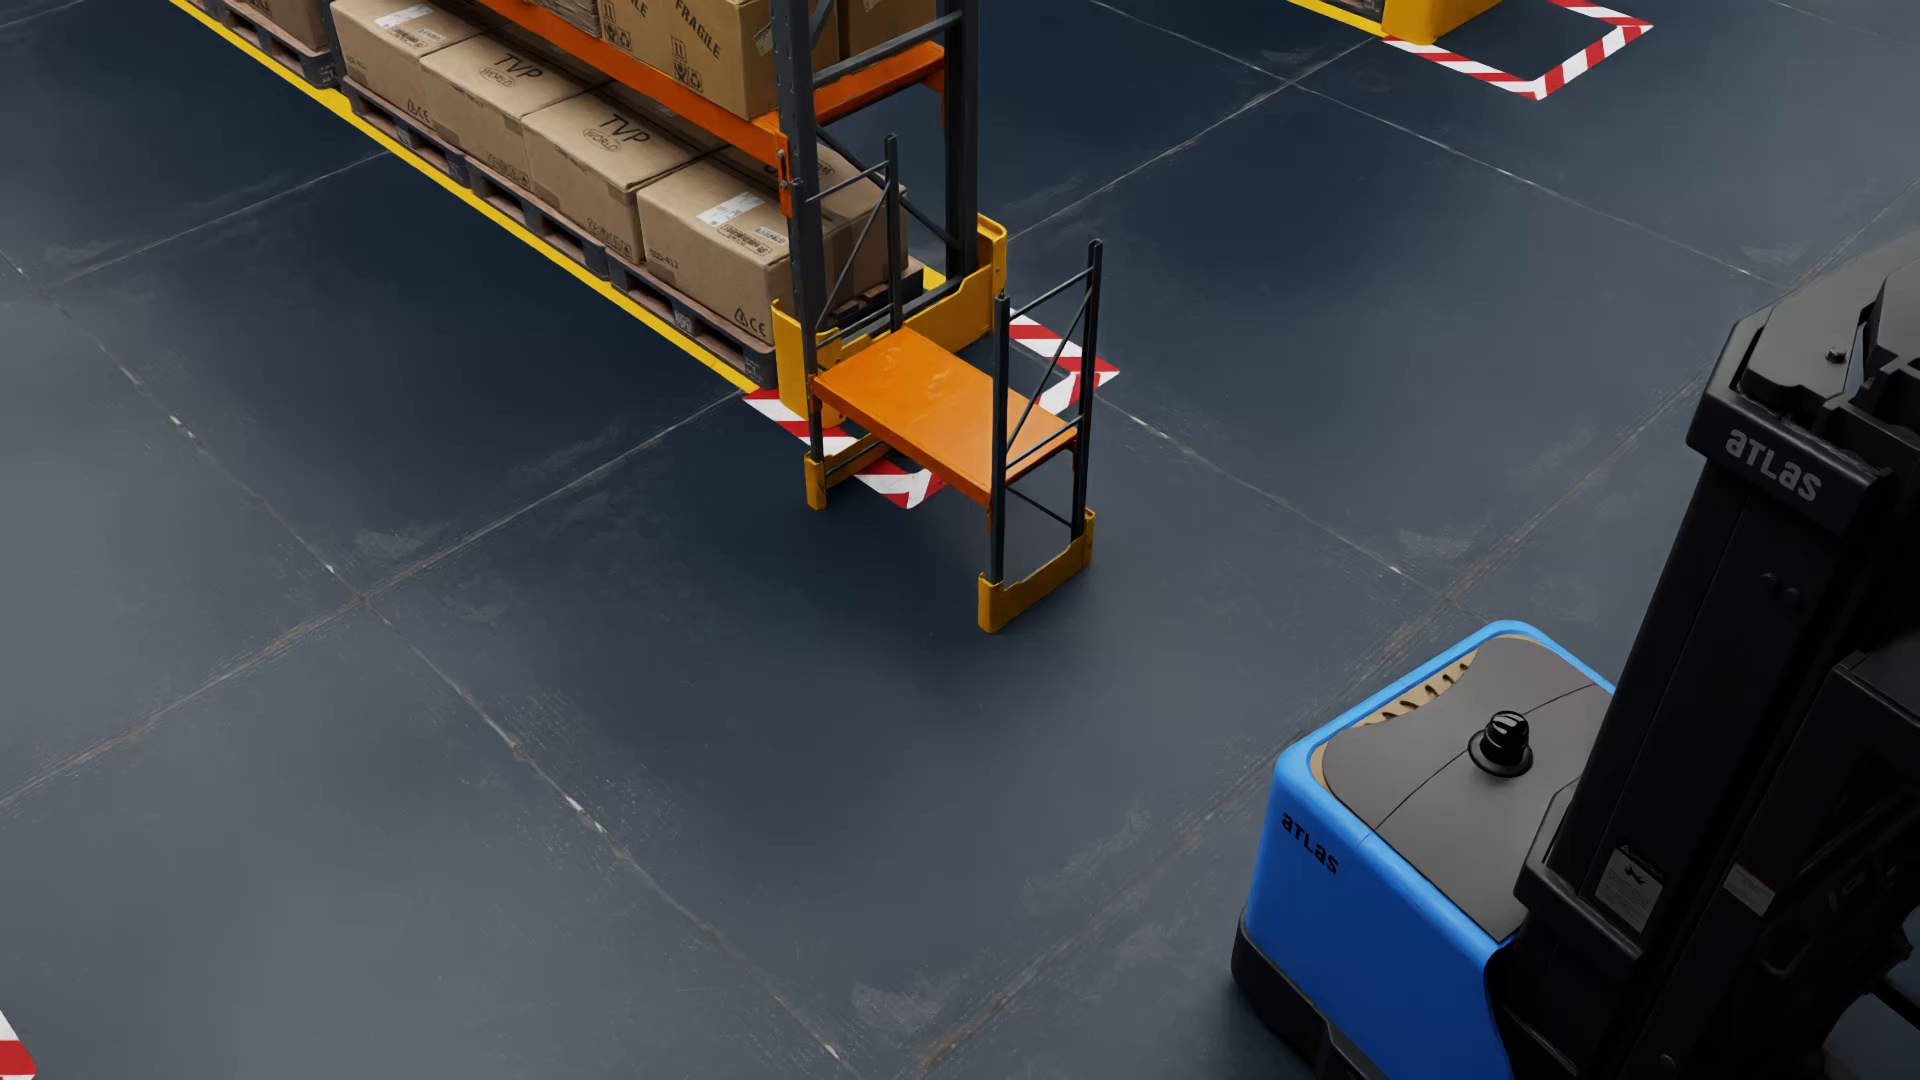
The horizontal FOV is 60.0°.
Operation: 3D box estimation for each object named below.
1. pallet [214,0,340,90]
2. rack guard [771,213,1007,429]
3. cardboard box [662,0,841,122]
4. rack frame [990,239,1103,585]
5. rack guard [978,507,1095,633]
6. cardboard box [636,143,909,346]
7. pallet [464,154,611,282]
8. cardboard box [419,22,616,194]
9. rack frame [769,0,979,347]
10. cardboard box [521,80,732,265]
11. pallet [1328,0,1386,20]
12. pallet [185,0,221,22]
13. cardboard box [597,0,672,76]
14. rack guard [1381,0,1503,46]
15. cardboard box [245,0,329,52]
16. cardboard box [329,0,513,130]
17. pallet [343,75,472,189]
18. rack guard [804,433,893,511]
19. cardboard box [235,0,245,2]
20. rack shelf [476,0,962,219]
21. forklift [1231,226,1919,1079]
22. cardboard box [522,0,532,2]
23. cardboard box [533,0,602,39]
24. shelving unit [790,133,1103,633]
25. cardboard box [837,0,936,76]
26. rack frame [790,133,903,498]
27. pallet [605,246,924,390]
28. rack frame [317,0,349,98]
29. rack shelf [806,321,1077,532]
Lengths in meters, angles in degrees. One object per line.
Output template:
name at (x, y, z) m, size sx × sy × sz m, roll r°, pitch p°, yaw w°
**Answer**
pallet at (-3.738, -3.178, 10.033) m, size 1.003 × 0.211 × 1.213 m, roll -34°, pitch 53°, yaw -31°
rack guard at (-0.298, -1.015, 7.480) m, size 1.175 × 0.500 × 0.348 m, roll -34°, pitch 53°, yaw -31°
cardboard box at (-0.843, -2.087, 6.724) m, size 0.500 × 0.500 × 0.500 m, roll -34°, pitch 52°, yaw -31°
rack frame at (0.299, -0.348, 6.021) m, size 0.500 × 1.500 × 0.032 m, roll -34°, pitch 53°, yaw -31°
rack guard at (0.298, 0.111, 6.446) m, size 0.587 × 0.250 × 0.087 m, roll -34°, pitch 53°, yaw -31°
cardboard box at (-0.851, -1.427, 7.663) m, size 0.875 × 0.438 × 0.875 m, roll 32°, pitch 52°, yaw 30°
pallet at (-1.792, -1.854, 8.601) m, size 1.003 × 0.211 × 1.213 m, roll -34°, pitch 53°, yaw -31°
cardboard box at (-2.139, -2.297, 8.604) m, size 0.875 × 0.438 × 0.875 m, roll 33°, pitch 52°, yaw 30°
rack frame at (-0.315, -1.945, 6.645) m, size 1.000 × 3.000 × 0.127 m, roll -34°, pitch 53°, yaw -31°
cardboard box at (-1.504, -1.863, 8.135) m, size 0.875 × 0.438 × 0.875 m, roll -33°, pitch 52°, yaw -30°
pallet at (2.516, -3.786, 10.691) m, size 1.003 × 0.211 × 1.213 m, roll -34°, pitch 53°, yaw -31°
pallet at (-4.603, -3.764, 10.668) m, size 1.003 × 0.211 × 1.213 m, roll -34°, pitch 53°, yaw -31°
cardboard box at (-1.186, -2.335, 6.993) m, size 0.500 × 0.500 × 0.500 m, roll 33°, pitch 52°, yaw 31°
rack guard at (3.065, -3.484, 10.152) m, size 1.175 × 0.500 × 0.348 m, roll -34°, pitch 53°, yaw -31°
cardboard box at (-3.634, -3.500, 9.584) m, size 0.875 × 0.875 × 0.875 m, roll -32°, pitch 52°, yaw -30°
cardboard box at (-2.772, -2.727, 9.070) m, size 0.875 × 0.438 × 0.875 m, roll 33°, pitch 52°, yaw 31°
pallet at (-2.658, -2.440, 9.235) m, size 1.003 × 0.211 × 1.213 m, roll -34°, pitch 53°, yaw -31°
rack guard at (-0.406, -0.368, 6.964) m, size 0.587 × 0.250 × 0.087 m, roll -34°, pitch 53°, yaw -31°
cardboard box at (-4.277, -3.931, 10.050) m, size 0.875 × 0.875 × 0.875 m, roll -33°, pitch 52°, yaw -30°
rack shelf at (-1.727, -2.642, 7.929) m, size 1.077 × 0.370 × 4.000 m, roll -34°, pitch 53°, yaw -31°
forklift at (2.110, 0.928, 3.586) m, size 1.130 × 2.935 × 3.031 m, roll -26°, pitch 49°, yaw -25°
cardboard box at (-1.930, -2.819, 7.517) m, size 0.500 × 0.500 × 0.500 m, roll -33°, pitch 52°, yaw -30°
cardboard box at (-1.557, -2.577, 7.255) m, size 0.500 × 0.500 × 0.500 m, roll -33°, pitch 52°, yaw -30°
shelving unit at (-0.054, -0.587, 6.281) m, size 0.587 × 1.500 × 1.083 m, roll -34°, pitch 53°, yaw -31°
cardboard box at (-0.450, -2.350, 7.009) m, size 0.500 × 0.500 × 0.500 m, roll 34°, pitch 52°, yaw 31°
rack frame at (-0.419, -0.836, 6.550) m, size 0.500 × 1.500 × 0.032 m, roll -34°, pitch 53°, yaw -31°
pallet at (-0.935, -1.268, 7.966) m, size 1.003 × 0.211 × 1.213 m, roll -34°, pitch 53°, yaw -31°
rack frame at (-3.139, -3.867, 8.725) m, size 1.000 × 3.000 × 0.127 m, roll -34°, pitch 53°, yaw -31°
rack shelf at (-0.060, -0.460, 6.407) m, size 0.538 × 0.185 × 1.000 m, roll -34°, pitch 53°, yaw -31°
